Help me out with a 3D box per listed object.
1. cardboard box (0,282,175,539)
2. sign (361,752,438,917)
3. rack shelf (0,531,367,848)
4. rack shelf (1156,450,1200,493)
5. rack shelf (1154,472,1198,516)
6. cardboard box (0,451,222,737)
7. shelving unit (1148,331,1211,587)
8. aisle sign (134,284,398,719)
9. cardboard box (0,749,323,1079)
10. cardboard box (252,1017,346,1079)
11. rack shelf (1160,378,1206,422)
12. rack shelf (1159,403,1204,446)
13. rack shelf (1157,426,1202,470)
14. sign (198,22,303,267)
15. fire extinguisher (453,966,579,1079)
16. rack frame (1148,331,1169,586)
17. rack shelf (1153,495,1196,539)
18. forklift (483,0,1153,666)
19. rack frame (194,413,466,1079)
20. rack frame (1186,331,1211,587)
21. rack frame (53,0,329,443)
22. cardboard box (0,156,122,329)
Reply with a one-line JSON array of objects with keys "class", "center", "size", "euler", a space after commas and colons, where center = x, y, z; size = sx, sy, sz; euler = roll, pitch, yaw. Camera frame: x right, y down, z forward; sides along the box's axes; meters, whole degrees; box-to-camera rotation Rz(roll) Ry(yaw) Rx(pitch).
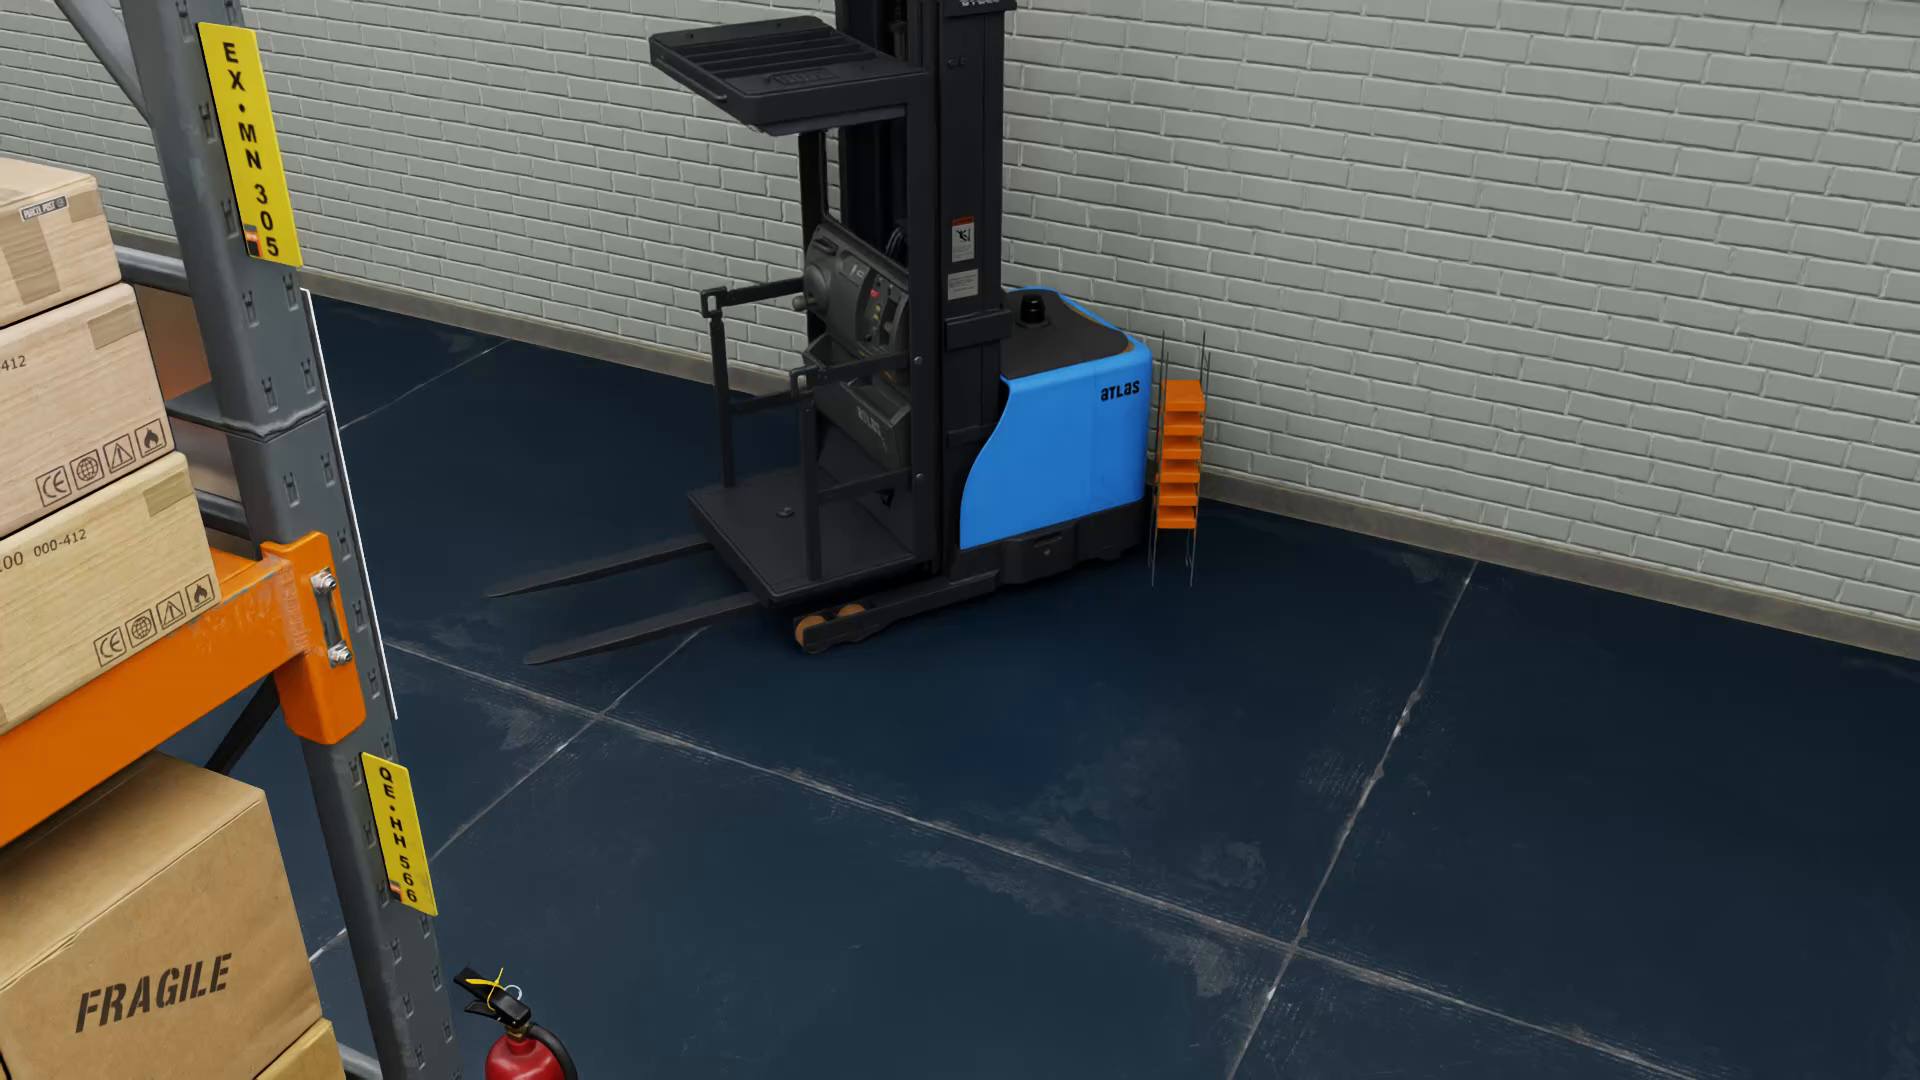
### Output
[{"class": "cardboard box", "center": [-1.434, -0.175, 2.180], "size": [0.500, 0.250, 0.500], "euler": [13, 32, 22]}, {"class": "sign", "center": [-0.966, 0.511, 2.868], "size": [0.100, 0.325, 0.005], "euler": [14, 33, 23]}, {"class": "rack shelf", "center": [-2.362, 0.913, 1.358], "size": [1.077, 0.370, 4.000], "euler": [14, 33, 23]}, {"class": "rack shelf", "center": [1.004, -0.322, 7.695], "size": [0.180, 0.103, 0.258], "euler": [1, 30, 1]}, {"class": "rack shelf", "center": [1.004, -0.218, 7.754], "size": [0.180, 0.103, 0.258], "euler": [1, 30, 1]}, {"class": "cardboard box", "center": [-1.422, 0.041, 2.305], "size": [0.500, 0.250, 0.500], "euler": [14, 33, 22]}, {"class": "shelving unit", "center": [1.004, -0.360, 7.672], "size": [0.189, 1.200, 0.258], "euler": [1, 30, 1]}, {"class": "aisle sign", "center": [-1.150, -0.076, 2.760], "size": [0.394, 0.787, 0.004], "euler": [14, 33, 23]}, {"class": "cardboard box", "center": [-1.438, 0.669, 2.670], "size": [0.500, 0.500, 0.500], "euler": [14, 33, 22]}, {"class": "cardboard box", "center": [-1.426, 1.101, 2.922], "size": [0.500, 0.500, 0.500], "euler": [15, 33, 24]}, {"class": "rack shelf", "center": [1.004, -0.634, 7.515], "size": [0.180, 0.103, 0.258], "euler": [1, 30, 1]}, {"class": "rack shelf", "center": [1.004, -0.530, 7.575], "size": [0.180, 0.103, 0.258], "euler": [1, 30, 1]}, {"class": "rack shelf", "center": [1.004, -0.426, 7.635], "size": [0.180, 0.103, 0.258], "euler": [1, 30, 1]}, {"class": "sign", "center": [-0.966, -0.535, 2.268], "size": [0.100, 0.325, 0.005], "euler": [14, 33, 23]}, {"class": "fire extinguisher", "center": [-0.925, 1.204, 3.594], "size": [0.296, 0.674, 0.183], "euler": [14, 33, 23]}, {"class": "rack frame", "center": [0.913, -0.361, 7.674], "size": [0.006, 1.200, 0.240], "euler": [1, 30, 1]}, {"class": "rack shelf", "center": [1.004, -0.114, 7.814], "size": [0.180, 0.103, 0.258], "euler": [1, 30, 1]}, {"class": "forklift", "center": [-0.638, -1.069, 7.169], "size": [3.031, 2.935, 1.130], "euler": [-15, 33, -25]}, {"class": "rack frame", "center": [-1.451, 1.015, 3.470], "size": [1.000, 3.000, 0.127], "euler": [14, 33, 23]}, {"class": "rack frame", "center": [1.096, -0.359, 7.671], "size": [0.006, 1.200, 0.240], "euler": [1, 30, 1]}, {"class": "rack frame", "center": [-1.451, -1.586, 1.976], "size": [1.000, 3.000, 0.127], "euler": [14, 33, 23]}, {"class": "cardboard box", "center": [-1.340, -0.396, 2.164], "size": [0.380, 0.149, 0.250], "euler": [14, 33, 23]}]
